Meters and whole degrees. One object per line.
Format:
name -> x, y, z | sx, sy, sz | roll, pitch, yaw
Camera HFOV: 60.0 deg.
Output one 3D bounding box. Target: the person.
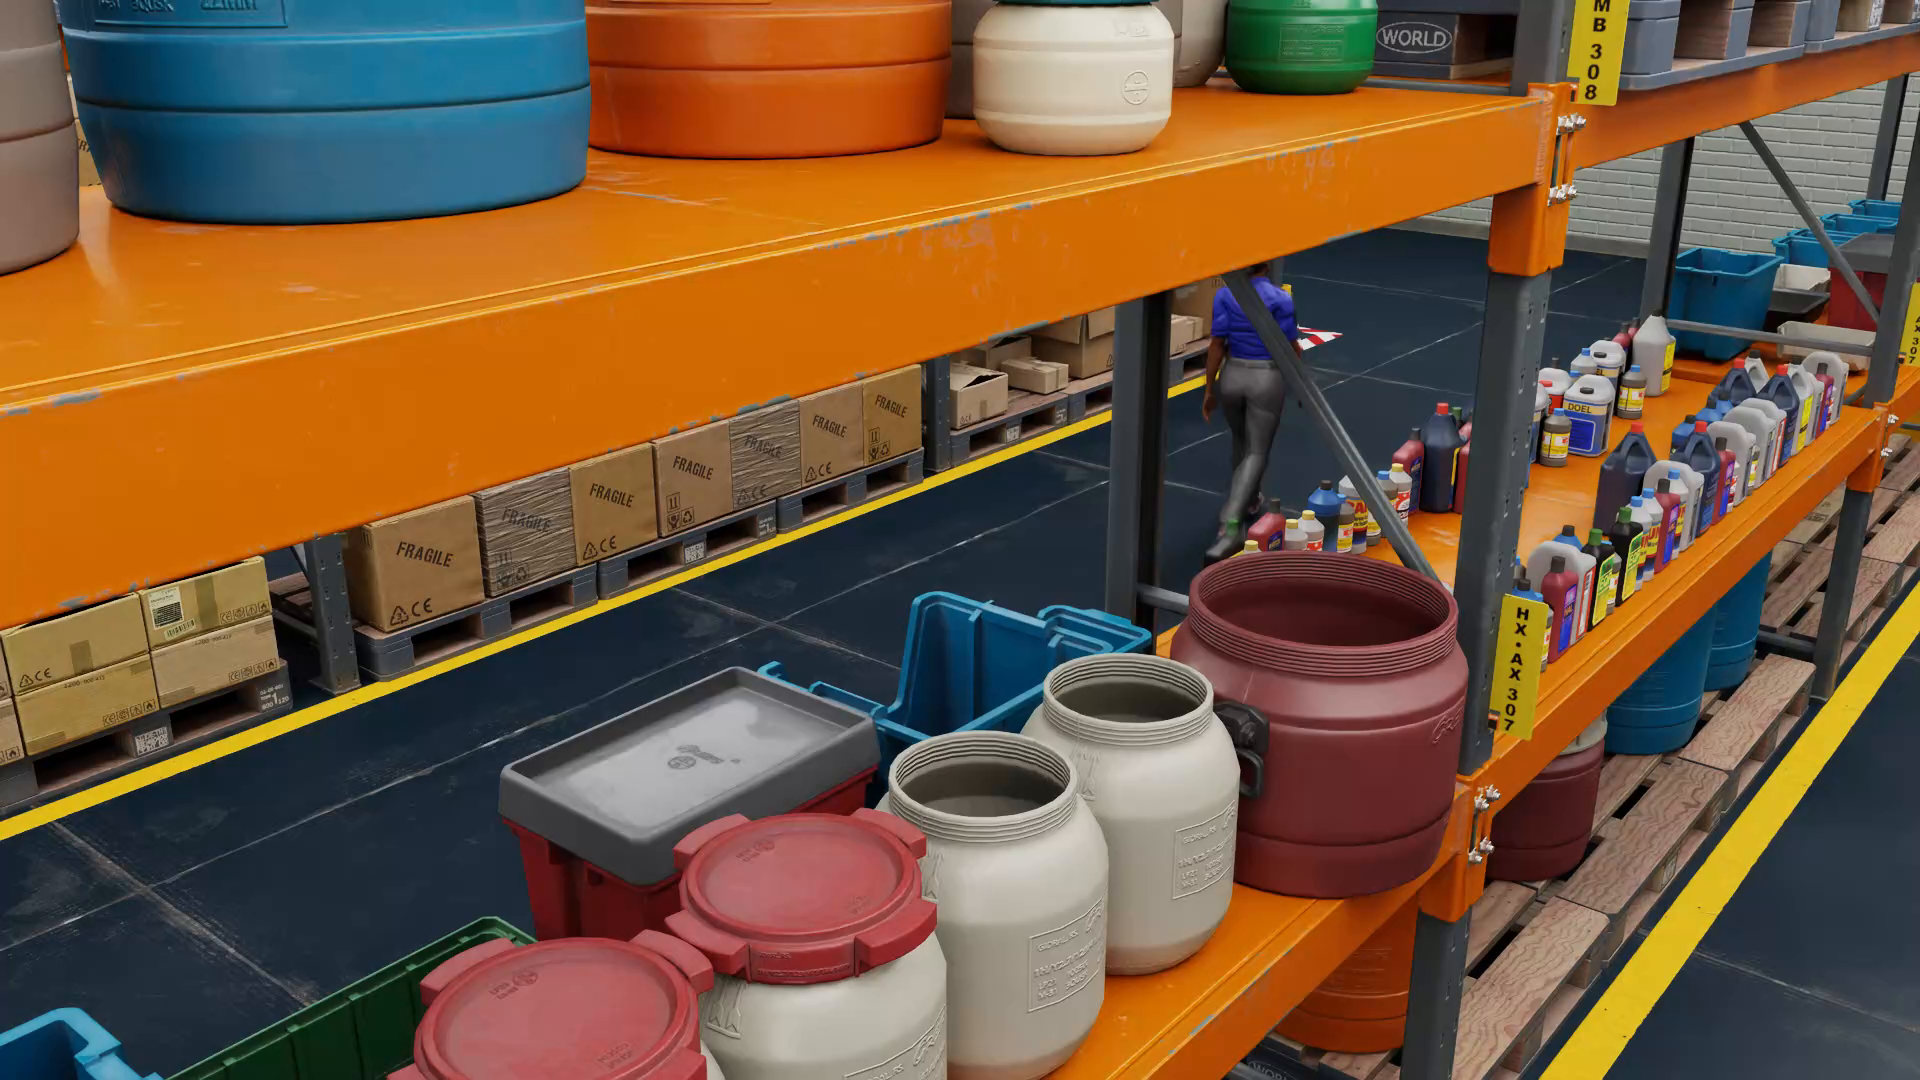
person -> 1.552, -0.814, 8.770 | 0.465, 1.604, 0.978 | 11, 23, 27
